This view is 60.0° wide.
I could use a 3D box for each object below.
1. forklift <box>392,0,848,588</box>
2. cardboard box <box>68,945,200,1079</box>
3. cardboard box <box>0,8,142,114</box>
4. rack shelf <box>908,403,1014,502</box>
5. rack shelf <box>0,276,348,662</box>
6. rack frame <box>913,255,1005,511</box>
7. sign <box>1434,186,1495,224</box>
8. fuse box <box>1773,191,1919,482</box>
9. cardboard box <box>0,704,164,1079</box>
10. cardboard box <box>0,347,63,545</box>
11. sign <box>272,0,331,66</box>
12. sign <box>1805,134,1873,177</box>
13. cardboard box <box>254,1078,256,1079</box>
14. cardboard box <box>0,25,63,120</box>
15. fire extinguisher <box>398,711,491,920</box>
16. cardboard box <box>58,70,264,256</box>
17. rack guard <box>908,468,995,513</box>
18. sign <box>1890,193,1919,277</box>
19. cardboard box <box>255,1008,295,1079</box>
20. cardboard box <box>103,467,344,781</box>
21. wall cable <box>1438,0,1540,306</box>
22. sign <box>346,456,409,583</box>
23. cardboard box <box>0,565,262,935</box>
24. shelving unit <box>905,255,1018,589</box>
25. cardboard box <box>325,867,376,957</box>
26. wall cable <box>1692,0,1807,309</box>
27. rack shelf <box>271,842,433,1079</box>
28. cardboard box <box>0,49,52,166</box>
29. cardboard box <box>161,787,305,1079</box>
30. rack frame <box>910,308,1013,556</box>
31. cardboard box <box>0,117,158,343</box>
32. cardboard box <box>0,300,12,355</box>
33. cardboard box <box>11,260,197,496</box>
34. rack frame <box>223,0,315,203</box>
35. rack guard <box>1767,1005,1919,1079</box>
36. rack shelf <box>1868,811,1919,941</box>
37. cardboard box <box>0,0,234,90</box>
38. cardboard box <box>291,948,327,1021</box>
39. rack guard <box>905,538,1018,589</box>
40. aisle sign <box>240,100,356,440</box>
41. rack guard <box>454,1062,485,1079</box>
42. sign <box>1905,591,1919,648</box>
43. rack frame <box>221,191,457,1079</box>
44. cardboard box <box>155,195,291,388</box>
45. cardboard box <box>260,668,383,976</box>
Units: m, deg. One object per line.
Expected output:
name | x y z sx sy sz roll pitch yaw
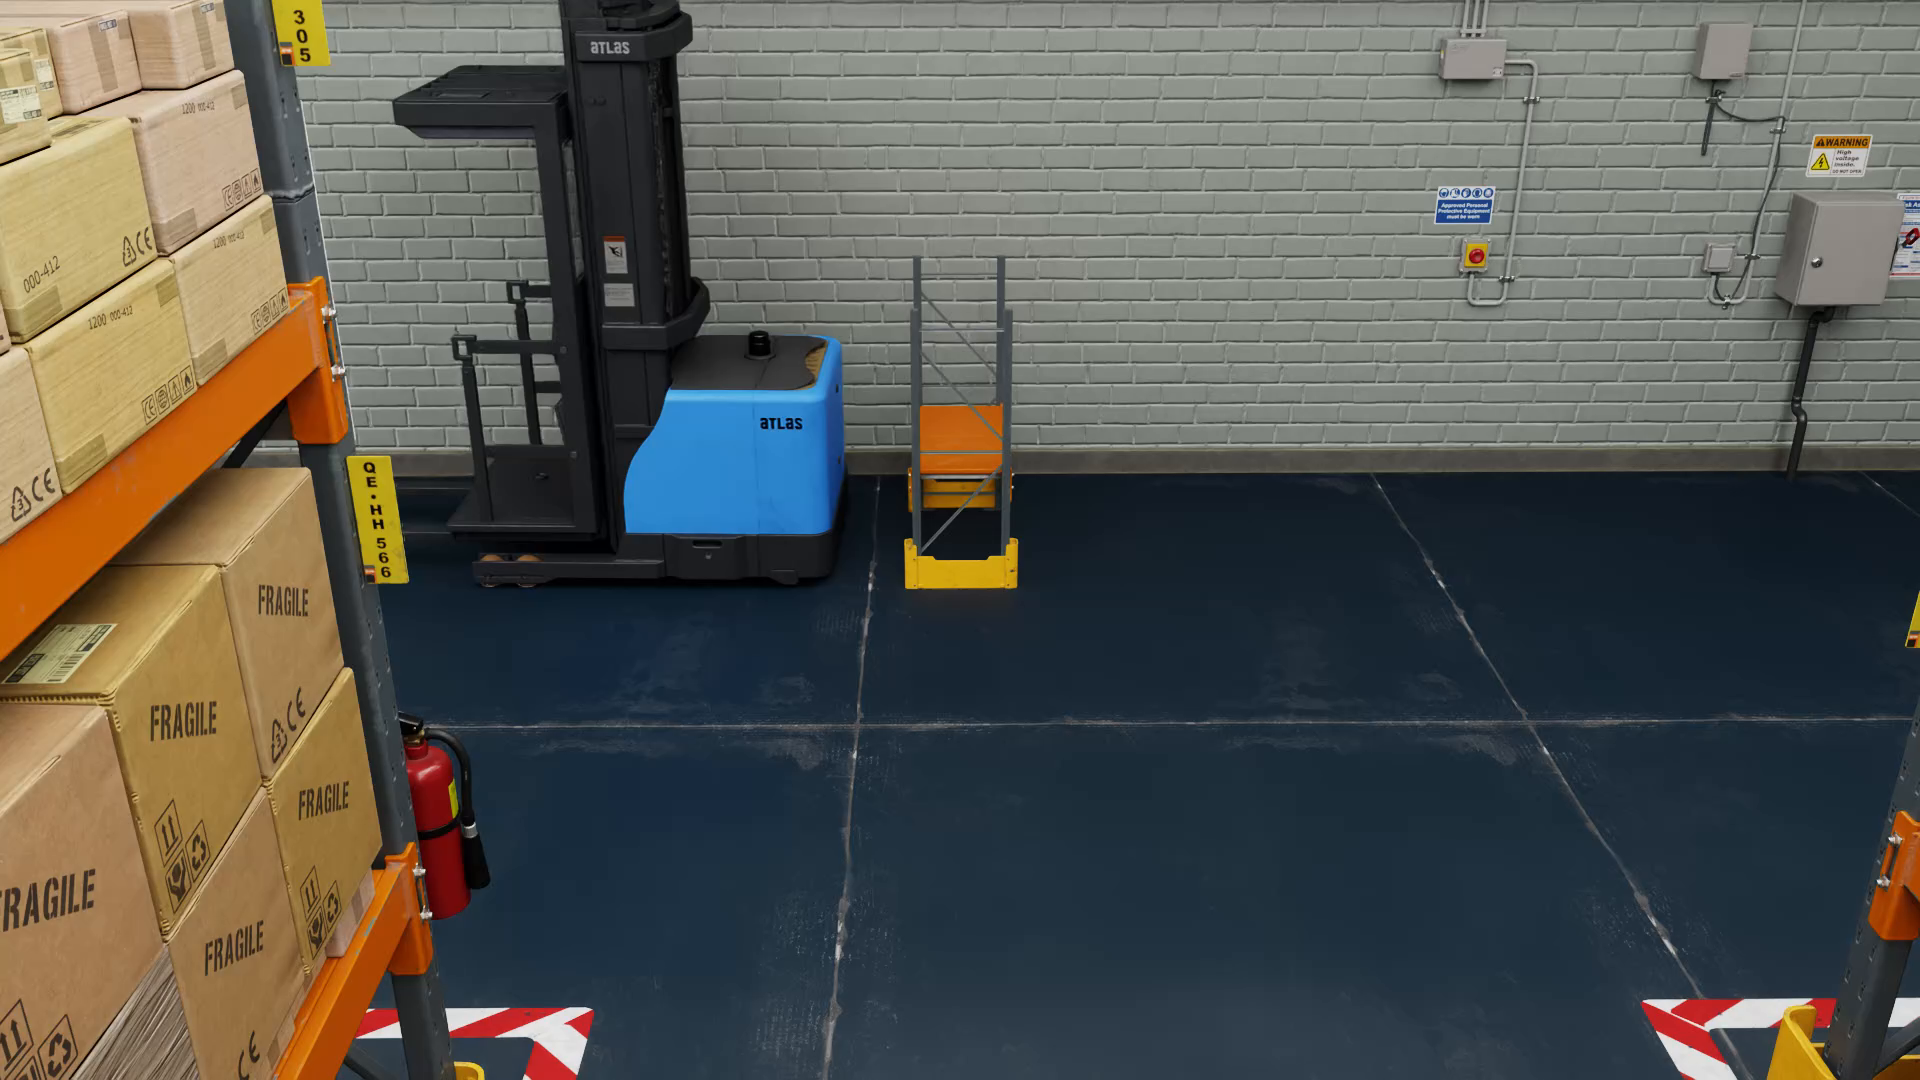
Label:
forklift | -2.162 -1.304 8.576 3.031 2.935 1.130 1 24 1
cardboard box | -1.649 1.045 2.818 0.500 0.500 0.500 0 24 0
cardboard box | -1.703 -0.850 2.940 0.380 0.149 0.250 0 24 0
rack shelf | 0.001 -0.484 8.937 0.538 0.185 1.000 0 24 -1
rack shelf | -1.905 0.406 1.946 1.077 0.370 4.000 0 24 -1
rack frame | -0.005 -0.858 9.326 0.500 1.500 0.032 0 24 -1
sign | 2.888 -1.915 9.516 0.327 0.218 0.001 0 24 -1
fuse box | 5.039 -1.129 9.670 0.539 1.711 0.414 0 24 -1
cardboard box | -1.653 0.594 2.600 0.500 0.500 0.500 1 24 2
cardboard box | -1.653 -0.077 2.322 0.500 0.250 0.500 1 24 2
sign | -1.372 -1.144 3.425 0.100 0.325 0.005 0 24 -1
sign | 4.981 -2.177 9.422 0.339 0.242 0.001 0 24 -1
cardboard box | -1.632 1.179 3.308 0.380 0.149 0.250 0 24 1
cardboard box | -1.721 -0.744 2.706 0.380 0.149 0.250 -1 24 -2
fire extinguisher | -1.468 0.720 4.565 0.296 0.674 0.183 0 24 -1
cardboard box | -1.668 -0.717 3.131 0.500 0.250 0.500 -1 24 -2
rack guard | -0.005 -0.288 9.583 0.587 0.250 0.087 0 24 -1
sign | 5.531 -1.760 9.618 0.329 0.494 0.001 0 24 -1
cardboard box | -1.658 1.074 3.540 0.380 0.149 0.250 0 24 -1
cardboard box | -1.673 0.171 3.536 0.500 0.500 0.500 -1 24 -2
wall cable | 2.937 -2.244 9.301 0.585 1.953 0.123 0 24 -1
sign | -1.372 -0.045 3.922 0.100 0.325 0.005 0 24 -1
cardboard box | -1.668 0.380 3.074 0.500 0.500 0.500 -1 24 -2
shelving unit | 0.001 -0.652 8.871 0.587 1.500 1.083 0 24 -1
cardboard box | -1.641 0.868 3.996 0.380 0.149 0.250 0 24 0
wall cable | 4.355 -2.241 9.332 0.588 1.984 0.122 0 24 -1
rack shelf | -1.905 1.772 2.564 1.077 0.370 4.000 0 24 -1
cardboard box | -1.610 -0.635 2.467 0.380 0.149 0.250 0 24 0
cardboard box | -1.664 0.836 3.280 0.500 0.500 0.500 -1 24 -1
rack frame | 0.006 -0.439 8.400 0.500 1.500 0.032 0 24 -1
cardboard box | -1.661 -0.506 2.665 0.500 0.250 0.500 -1 24 -2
cardboard box | -1.658 -0.295 2.198 0.500 0.250 0.500 0 24 0
cardboard box | -1.645 -0.281 2.774 0.500 0.250 0.500 0 24 0
rack frame | -1.927 -2.113 3.002 1.000 3.000 0.127 0 24 -1
rack guard | 3.021 1.686 4.916 1.175 0.500 0.348 0 24 -1
rack shelf | 3.043 1.709 2.705 1.077 0.370 4.000 0 24 -1
cardboard box | -1.630 -0.952 3.166 0.380 0.149 0.250 0 24 -1
cardboard box | -1.676 0.971 3.769 0.380 0.149 0.250 0 24 -1
rack guard | 0.006 0.123 8.675 0.587 0.250 0.087 0 24 -1
aisle sign | -1.628 -0.595 3.772 0.394 0.787 0.004 0 24 -1
rack guard | -1.926 1.791 4.684 1.175 0.500 0.348 0 24 -1
sign | 2.467 0.126 4.184 0.100 0.325 0.005 0 24 -1
rack frame | -1.927 0.621 4.238 1.000 3.000 0.127 0 24 -1
cardboard box | -1.657 -0.492 3.239 0.500 0.250 0.500 -1 24 -2
cardboard box | -1.665 0.623 3.749 0.500 0.500 0.500 0 24 1
